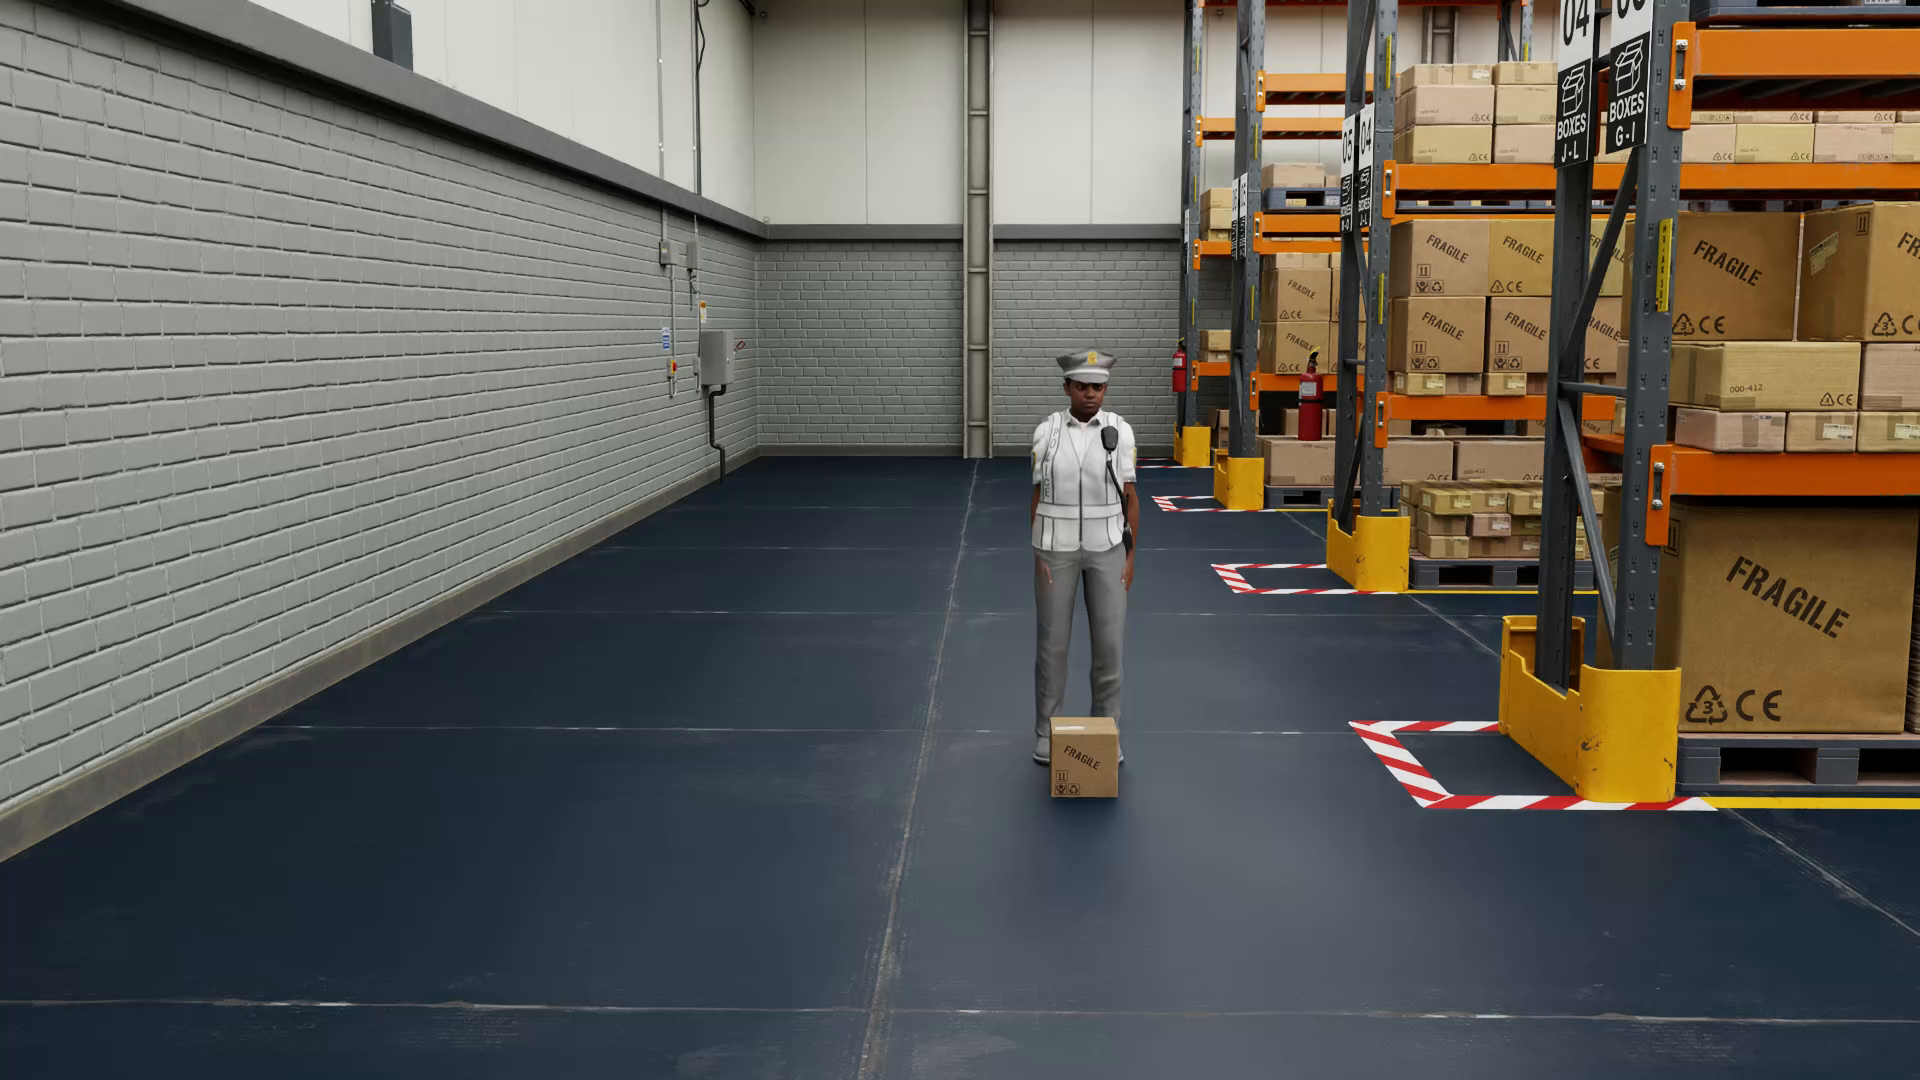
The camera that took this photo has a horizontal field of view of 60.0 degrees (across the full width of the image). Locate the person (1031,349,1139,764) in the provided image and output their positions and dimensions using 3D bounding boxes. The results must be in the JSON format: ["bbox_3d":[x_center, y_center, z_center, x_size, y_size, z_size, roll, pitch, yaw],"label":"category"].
[{"bbox_3d":[0.503,0.068,6.732,0.438,1.672,0.341,0,7,3],"label":"person"}]
